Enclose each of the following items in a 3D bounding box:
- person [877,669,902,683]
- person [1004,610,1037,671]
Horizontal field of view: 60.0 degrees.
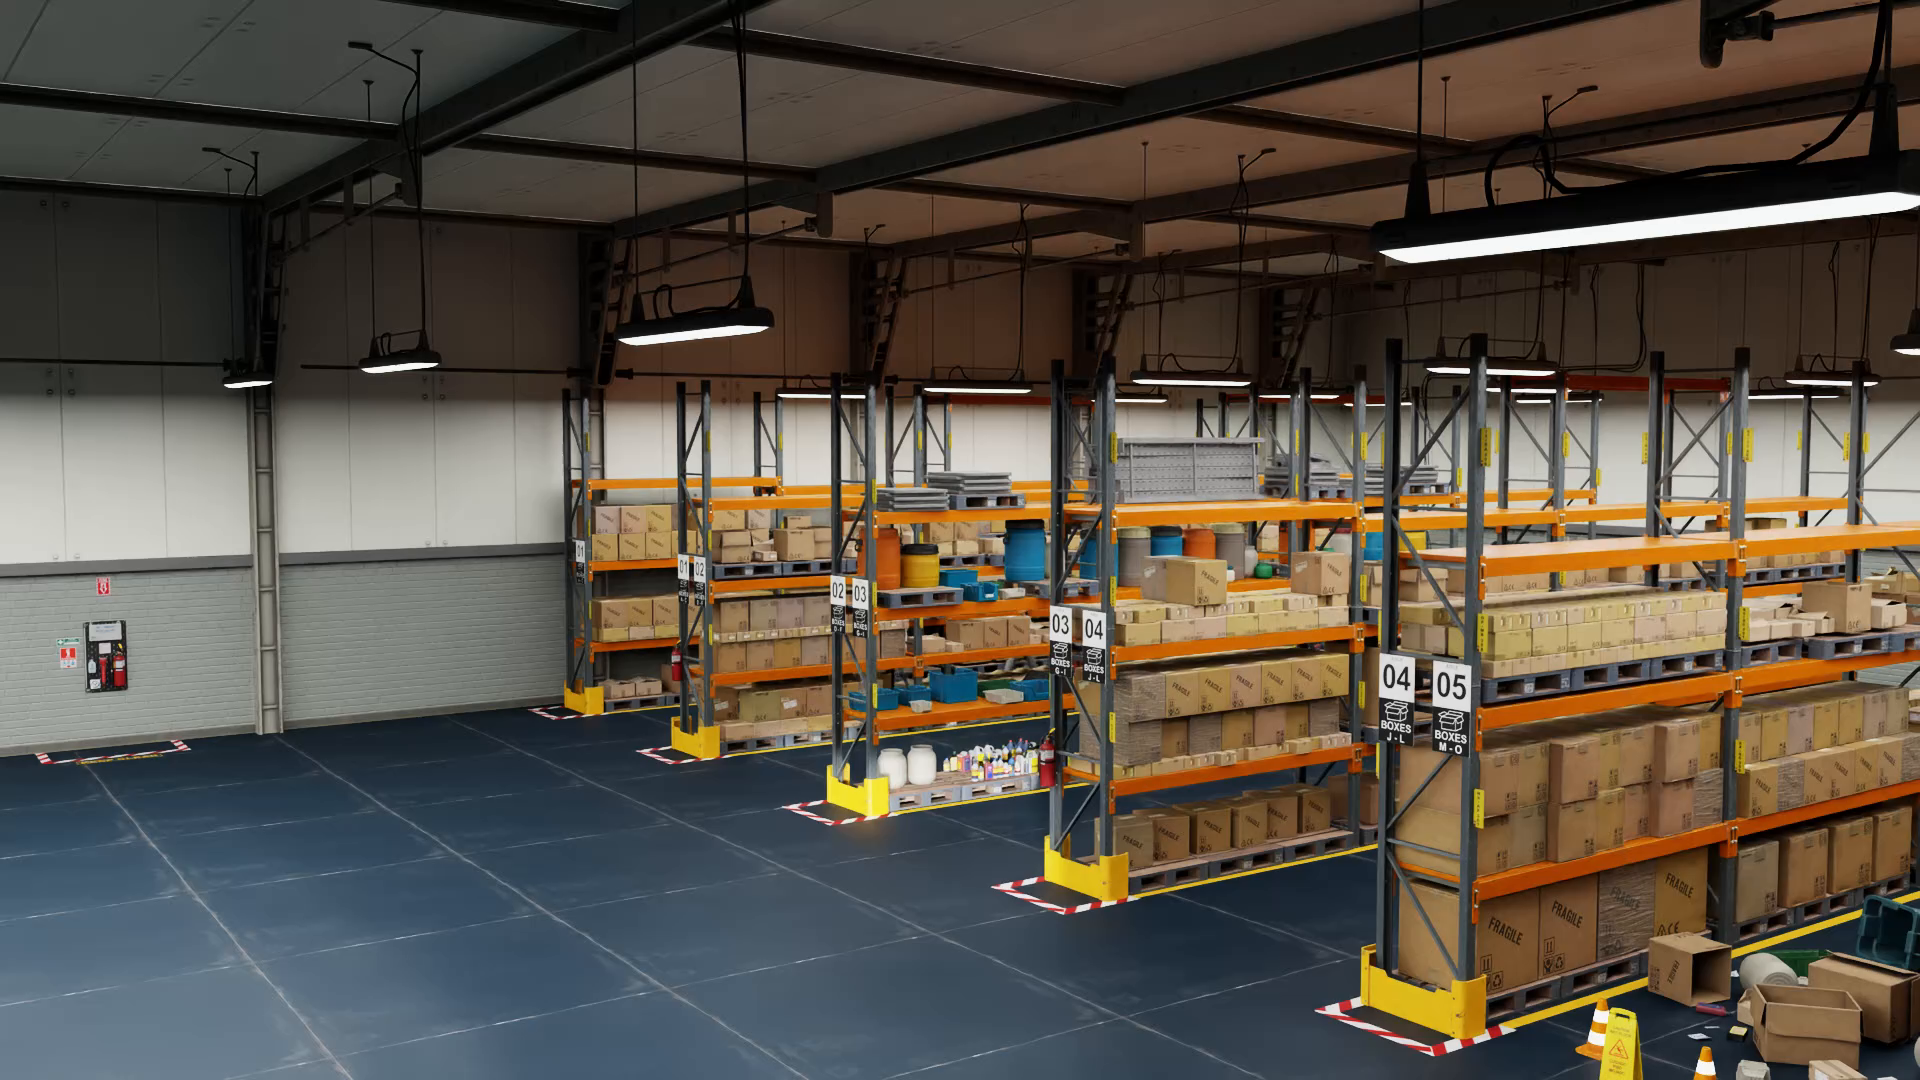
[{"bbox_3d":[-1.429,2.234,32.906,0.555,1.650,0.631,-3,5,-42],"label":"person"},{"bbox_3d":[1.229,2.114,34.545,1.044,1.599,0.498,-3,5,-43],"label":"person"}]
